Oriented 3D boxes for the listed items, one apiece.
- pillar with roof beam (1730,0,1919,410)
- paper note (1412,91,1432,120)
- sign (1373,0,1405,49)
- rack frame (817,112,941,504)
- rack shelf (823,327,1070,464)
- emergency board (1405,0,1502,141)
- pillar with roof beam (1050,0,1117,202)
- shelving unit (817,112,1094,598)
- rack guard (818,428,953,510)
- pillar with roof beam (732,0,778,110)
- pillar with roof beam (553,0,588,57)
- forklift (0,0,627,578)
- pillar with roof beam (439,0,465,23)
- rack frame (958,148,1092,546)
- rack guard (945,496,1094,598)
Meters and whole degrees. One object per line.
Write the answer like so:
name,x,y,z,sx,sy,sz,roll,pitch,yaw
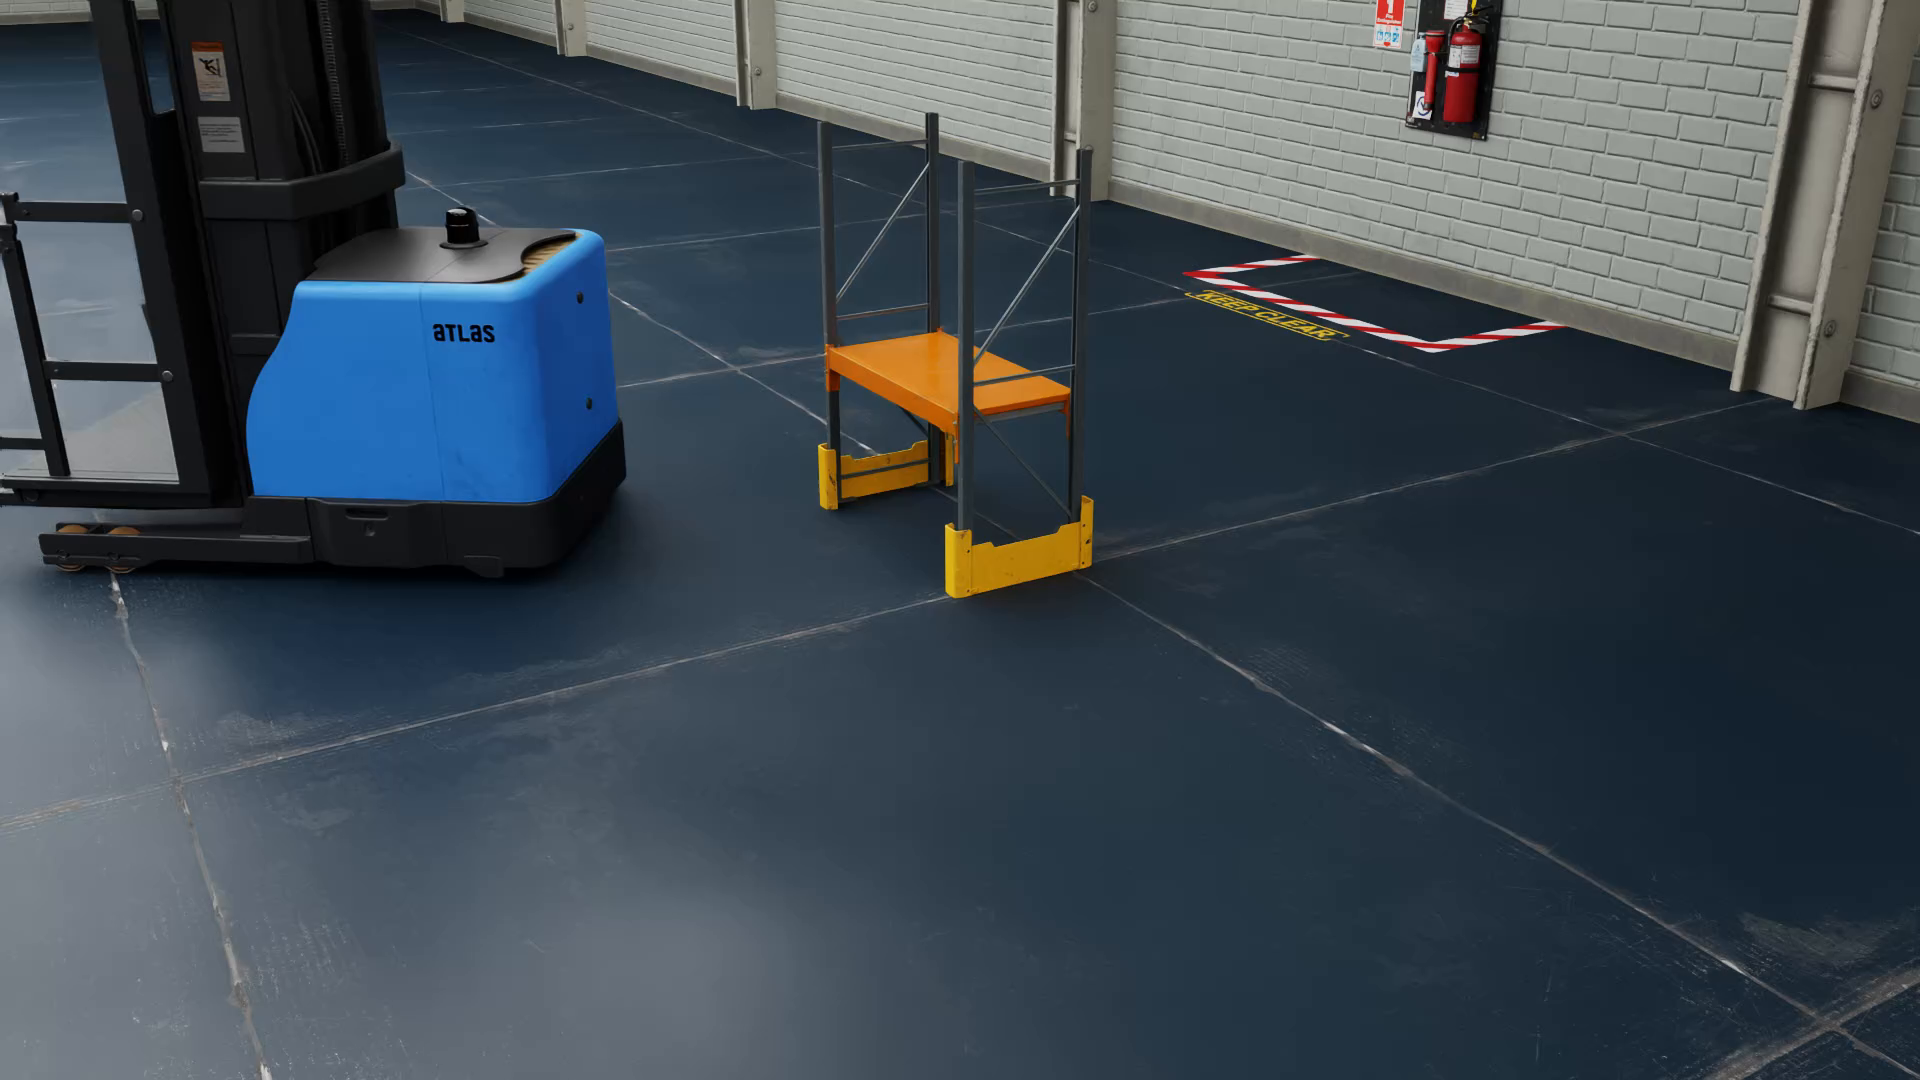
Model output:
pillar with roof beam,0.290,-4.044,4.310,9.100,9.000,0.400,-13,25,-28
paper note,2.730,-2.563,9.802,0.016,0.148,0.142,-13,25,-28
sign,2.568,-3.115,9.945,0.001,0.329,0.234,-13,25,-28
rack frame,-0.303,-0.887,6.502,0.500,1.500,0.032,-13,25,-28
rack shelf,-0.044,-0.556,6.165,0.538,0.185,1.000,-13,25,-28
emergency board,2.762,-2.900,9.463,0.194,1.169,0.643,-13,25,-28
pillar with roof beam,-2.775,-5.986,9.088,9.100,9.000,0.400,-13,25,-28
shelving unit,-0.039,-0.719,6.090,0.587,1.500,1.083,-13,25,-28
rack guard,-0.293,-0.302,6.722,0.587,0.250,0.087,-13,25,-28
pillar with roof beam,-5.840,-7.928,13.867,9.100,9.000,0.400,-13,25,-28
pillar with roof beam,-8.905,-9.871,18.645,9.100,9.000,0.400,-13,25,-28
forklift,-2.899,-1.432,5.943,3.031,2.935,1.130,2,22,4
pillar with roof beam,-11.969,-11.813,23.424,9.100,9.000,0.400,-13,25,-28
rack frame,0.216,-0.558,5.692,0.500,1.500,0.032,-13,25,-28
rack guard,0.215,0.021,5.928,0.587,0.250,0.087,-13,25,-28
